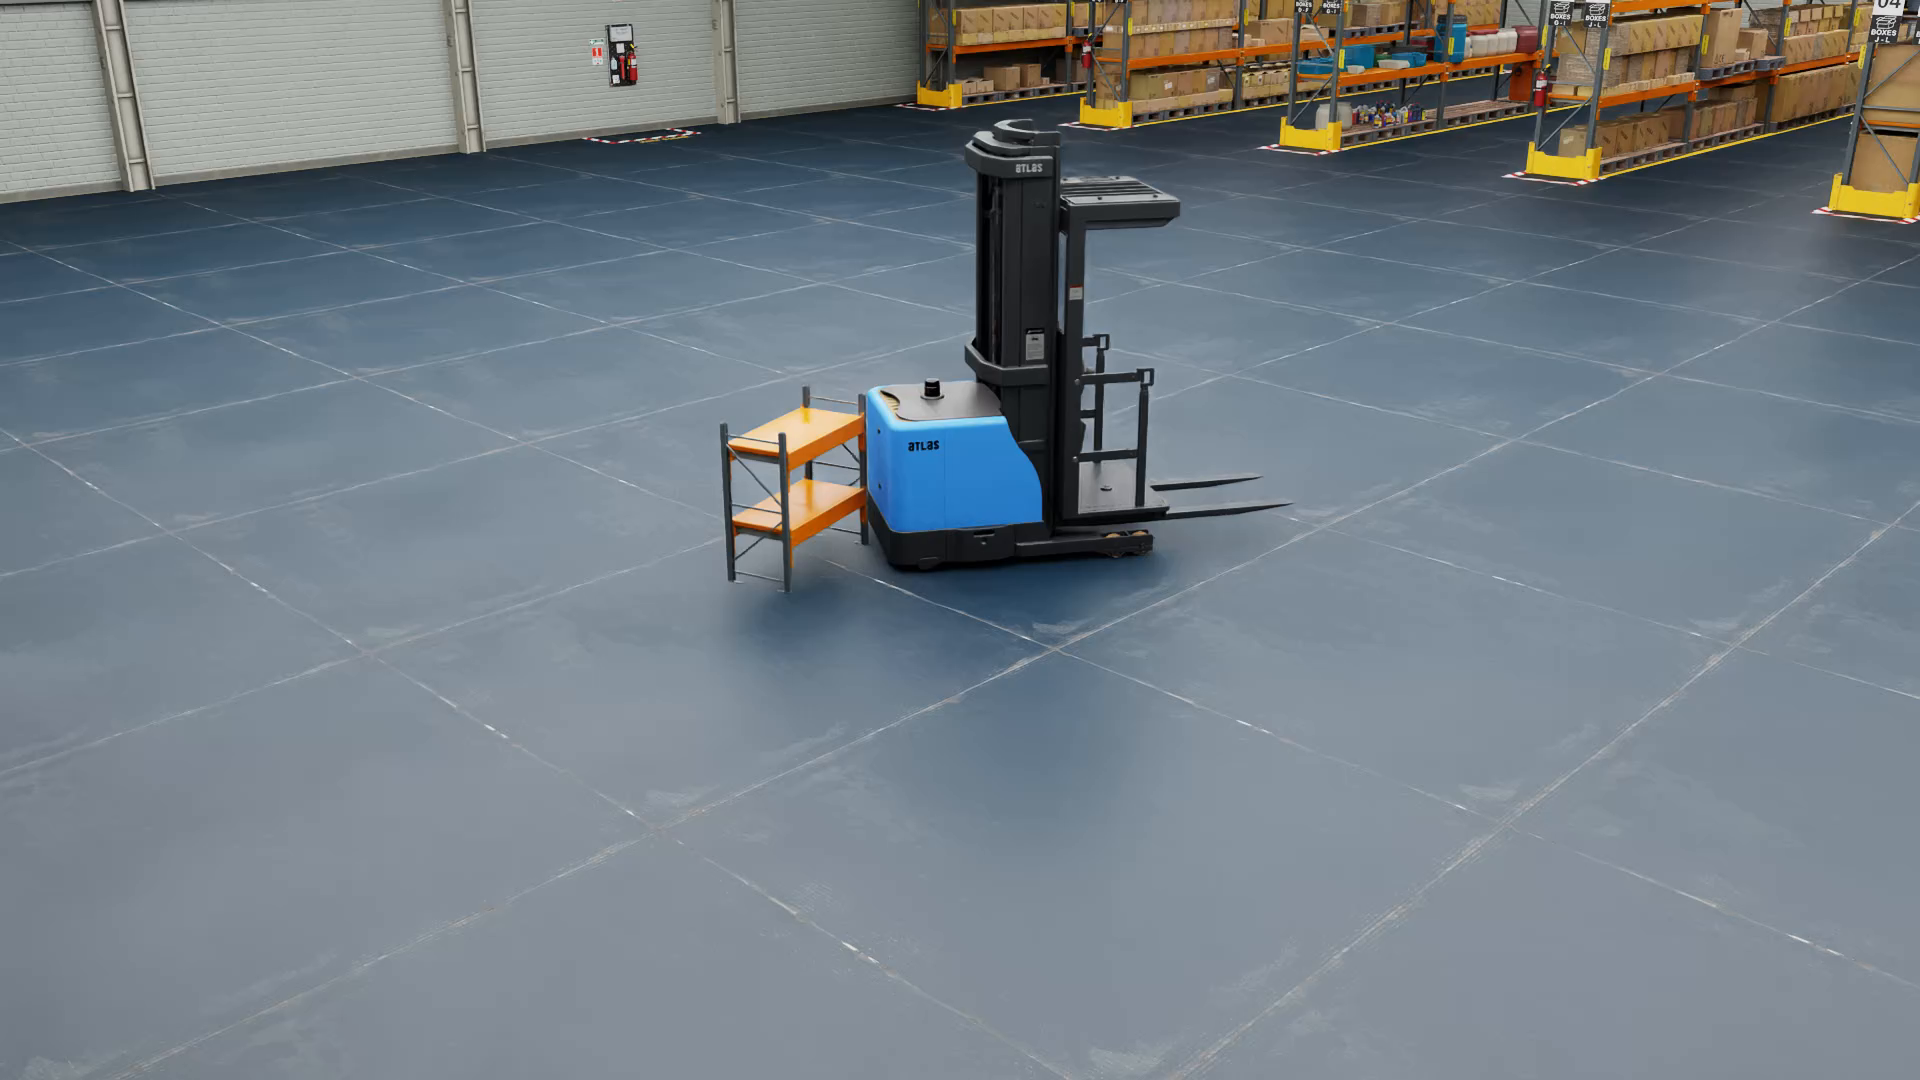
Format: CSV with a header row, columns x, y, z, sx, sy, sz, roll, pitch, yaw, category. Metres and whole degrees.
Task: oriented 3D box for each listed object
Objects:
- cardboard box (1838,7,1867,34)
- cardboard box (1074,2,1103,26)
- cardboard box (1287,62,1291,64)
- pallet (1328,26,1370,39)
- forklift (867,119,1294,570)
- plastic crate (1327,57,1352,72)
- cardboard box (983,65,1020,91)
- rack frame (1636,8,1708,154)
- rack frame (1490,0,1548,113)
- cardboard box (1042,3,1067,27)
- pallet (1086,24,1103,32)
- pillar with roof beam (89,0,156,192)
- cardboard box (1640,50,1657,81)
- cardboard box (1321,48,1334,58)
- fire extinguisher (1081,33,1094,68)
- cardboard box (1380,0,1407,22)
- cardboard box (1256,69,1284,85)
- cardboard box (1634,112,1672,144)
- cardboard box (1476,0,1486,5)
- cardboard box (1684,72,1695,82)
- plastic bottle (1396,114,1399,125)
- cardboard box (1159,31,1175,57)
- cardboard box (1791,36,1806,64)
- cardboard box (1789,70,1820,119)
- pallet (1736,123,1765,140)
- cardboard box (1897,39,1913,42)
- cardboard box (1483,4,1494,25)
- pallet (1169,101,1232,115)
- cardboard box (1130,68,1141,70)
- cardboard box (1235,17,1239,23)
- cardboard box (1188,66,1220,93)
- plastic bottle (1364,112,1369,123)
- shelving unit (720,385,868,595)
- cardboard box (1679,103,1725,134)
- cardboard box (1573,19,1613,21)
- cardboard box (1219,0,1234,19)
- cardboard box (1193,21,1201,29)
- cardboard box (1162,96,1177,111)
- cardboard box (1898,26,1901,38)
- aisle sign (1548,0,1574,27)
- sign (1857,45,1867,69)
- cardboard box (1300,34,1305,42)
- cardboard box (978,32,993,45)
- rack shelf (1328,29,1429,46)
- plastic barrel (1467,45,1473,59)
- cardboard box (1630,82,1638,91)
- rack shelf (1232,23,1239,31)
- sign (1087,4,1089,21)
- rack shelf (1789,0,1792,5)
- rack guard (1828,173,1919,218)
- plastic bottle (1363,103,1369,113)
x,y,z,sx,sy,sz,roll,pitch,yaw,category
19.016,-11.118,35.570,0.500,0.500,0.500,19,28,41,cardboard box
3.046,-12.819,40.493,0.500,0.500,0.700,-17,27,-37,cardboard box
8.038,-11.206,39.513,0.500,0.311,0.500,-19,28,-40,cardboard box
9.036,-12.195,39.888,1.213,0.211,1.003,19,28,41,pallet
0.893,-1.424,11.694,3.031,2.935,1.130,-5,22,-12,forklift
7.171,-9.095,31.763,0.499,0.251,0.408,19,28,41,plastic crate
0.973,-10.791,38.841,0.700,0.500,0.500,17,27,37,cardboard box
12.918,-8.584,30.226,1.000,3.000,0.127,19,28,41,rack frame
12.160,-10.852,36.127,1.000,3.000,0.127,19,28,41,rack frame
2.163,-12.393,39.274,0.500,0.500,0.500,19,28,41,cardboard box
3.710,-12.723,41.262,1.003,0.211,1.213,19,28,41,pallet
-10.123,-8.767,22.341,9.100,9.000,0.400,19,28,41,pillar with roof beam
11.531,-8.278,28.876,0.875,0.500,0.500,19,28,41,cardboard box
9.134,-11.796,40.408,0.500,0.250,0.500,-19,28,-40,cardboard box
2.617,-10.086,34.242,0.296,0.674,0.183,19,28,41,fire extinguisher
10.913,-13.298,41.765,0.700,0.500,0.500,9,23,23,cardboard box
7.003,-10.543,37.789,0.500,0.311,0.500,18,27,39,cardboard box
12.610,-7.520,30.358,0.500,0.500,0.500,18,28,39,cardboard box
13.371,-14.214,43.343,0.500,0.500,0.500,-19,28,-41,cardboard box
12.979,-8.338,29.936,0.380,0.149,0.250,19,28,41,cardboard box
8.588,-8.275,32.709,0.097,0.201,0.097,0,21,0,plastic bottle
4.081,-10.462,34.973,0.700,0.500,0.500,19,28,41,cardboard box
16.601,-9.849,33.378,0.500,0.500,0.500,18,28,39,cardboard box
16.832,-9.216,34.247,1.225,0.875,0.875,19,28,41,cardboard box
15.162,-8.110,32.880,1.003,0.211,1.213,19,28,41,pallet
14.215,-7.112,24.684,0.875,0.550,0.550,19,28,41,cardboard box
13.717,-13.878,43.861,0.500,0.500,0.500,20,28,41,cardboard box
5.238,-9.569,36.675,1.003,0.211,1.213,19,28,41,pallet
4.154,-12.068,42.163,0.700,0.500,0.500,19,28,41,cardboard box
7.305,-13.885,44.341,0.380,0.149,0.250,19,28,41,cardboard box
5.299,-10.027,36.184,0.500,0.500,0.500,19,28,41,cardboard box
8.068,-8.394,33.021,0.097,0.201,0.097,0,21,0,plastic bottle
-1.120,-0.367,11.461,0.538,1.125,1.048,10,23,25,shelving unit
14.098,-8.037,31.674,0.700,0.500,0.500,16,26,36,cardboard box
10.679,-8.541,28.167,0.500,0.500,0.500,19,28,41,cardboard box
5.518,-11.601,36.128,0.700,0.500,0.500,19,28,41,cardboard box
4.900,-10.964,35.376,0.250,0.149,0.380,-19,28,-41,cardboard box
4.261,-9.289,35.307,0.500,0.250,0.500,19,28,41,cardboard box
20.787,-11.416,37.390,0.500,0.250,0.500,19,28,40,cardboard box
9.870,-8.828,27.239,0.394,0.787,0.004,19,28,41,aisle sign
13.232,-7.079,24.366,0.100,0.325,0.005,19,28,41,sign
7.764,-11.633,38.510,0.250,0.149,0.380,-18,27,-38,cardboard box
0.401,-11.397,37.727,0.500,0.250,0.500,18,28,39,cardboard box
10.009,-12.271,40.821,1.077,0.370,4.000,19,28,41,rack shelf
10.403,-10.061,34.262,0.301,0.262,0.301,0,21,0,plastic barrel
11.365,-7.775,28.472,0.380,0.149,0.250,19,28,41,cardboard box
6.457,-13.510,44.044,1.077,0.370,4.000,19,28,41,rack shelf
2.654,-10.826,34.117,0.100,0.325,0.005,19,28,41,sign
17.104,-11.191,33.830,1.077,0.370,4.000,19,28,41,rack shelf
13.594,-5.115,24.686,1.175,0.500,0.348,19,28,41,rack guard
8.081,-8.531,33.168,0.144,0.351,0.185,19,28,40,plastic bottle
